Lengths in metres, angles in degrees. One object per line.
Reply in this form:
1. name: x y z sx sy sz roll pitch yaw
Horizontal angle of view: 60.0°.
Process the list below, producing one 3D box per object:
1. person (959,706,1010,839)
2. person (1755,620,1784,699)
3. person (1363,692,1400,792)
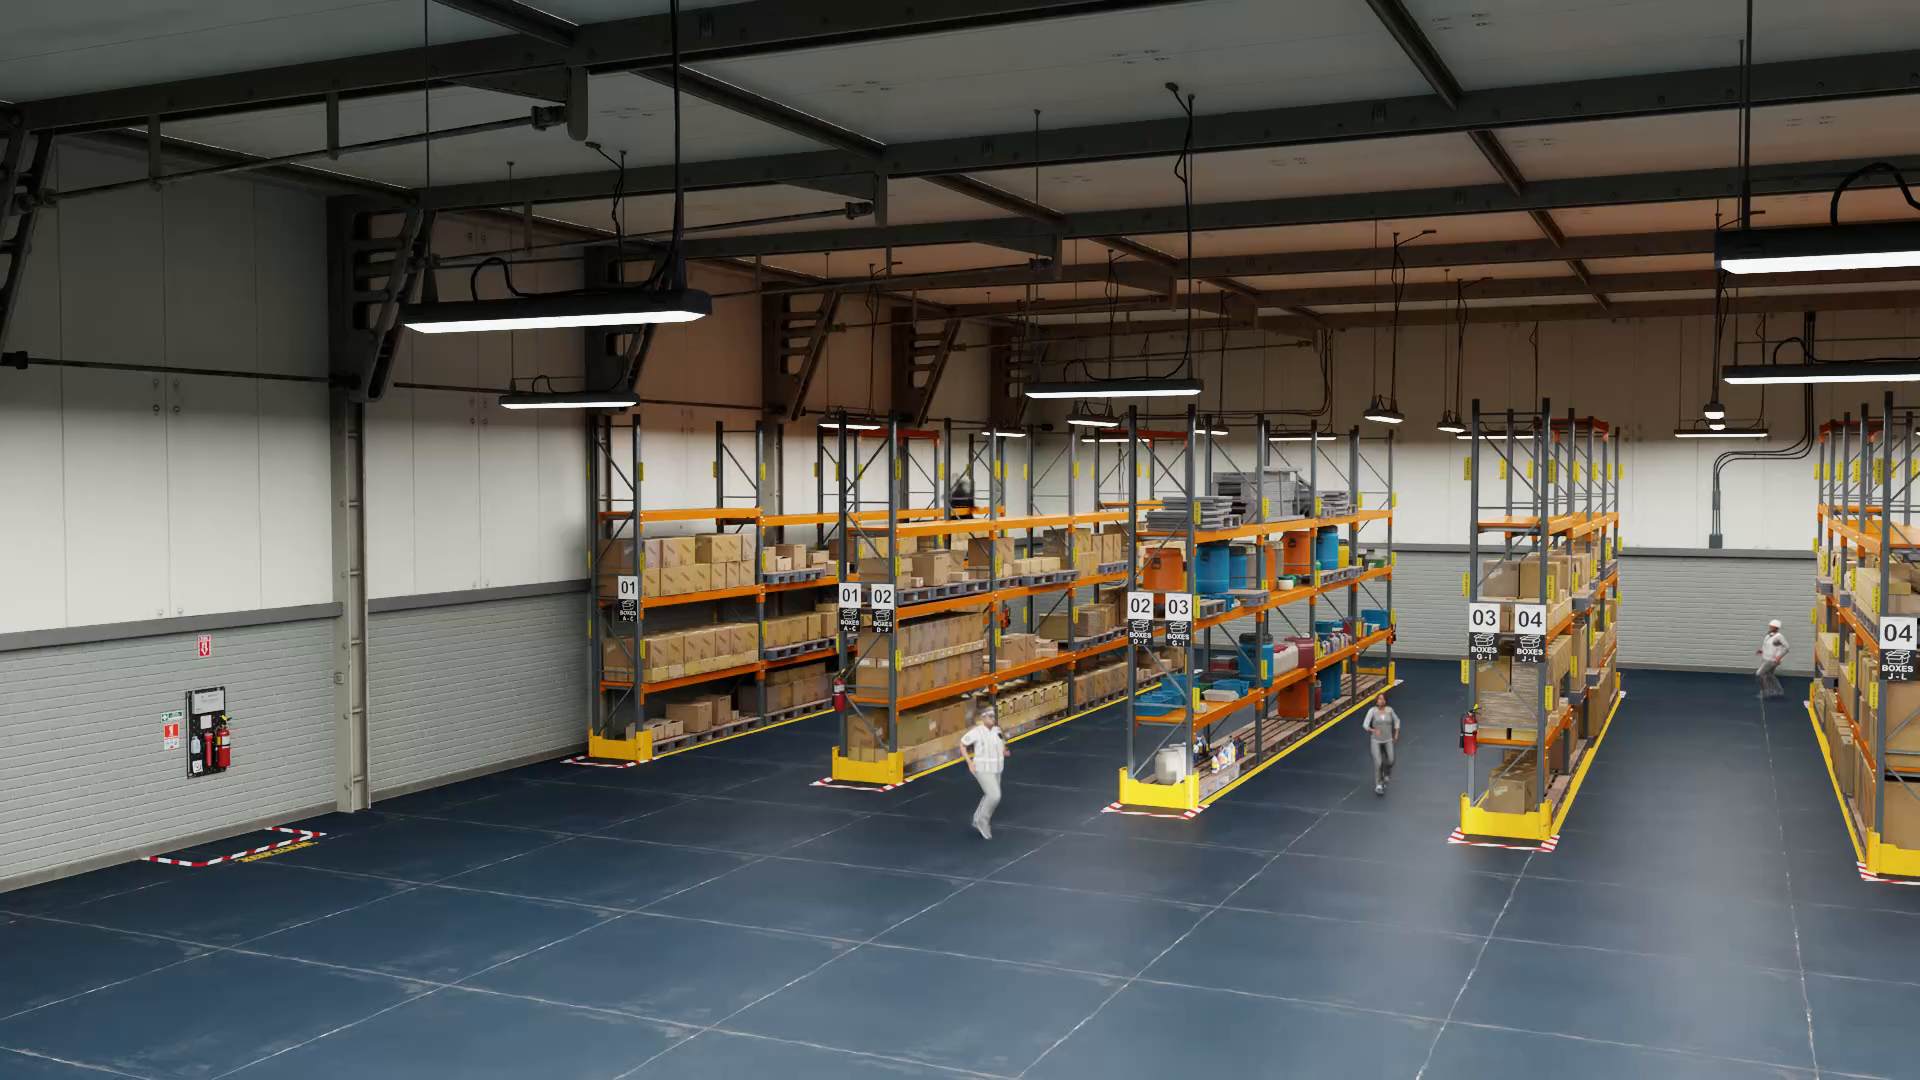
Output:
1. person: 0.404 3.183 22.840 0.726 1.814 0.633 2 3 43
2. person: 17.860 2.645 36.596 0.665 1.792 0.674 0 2 8
3. person: 6.562 3.154 25.829 0.589 1.569 0.520 0 2 4
